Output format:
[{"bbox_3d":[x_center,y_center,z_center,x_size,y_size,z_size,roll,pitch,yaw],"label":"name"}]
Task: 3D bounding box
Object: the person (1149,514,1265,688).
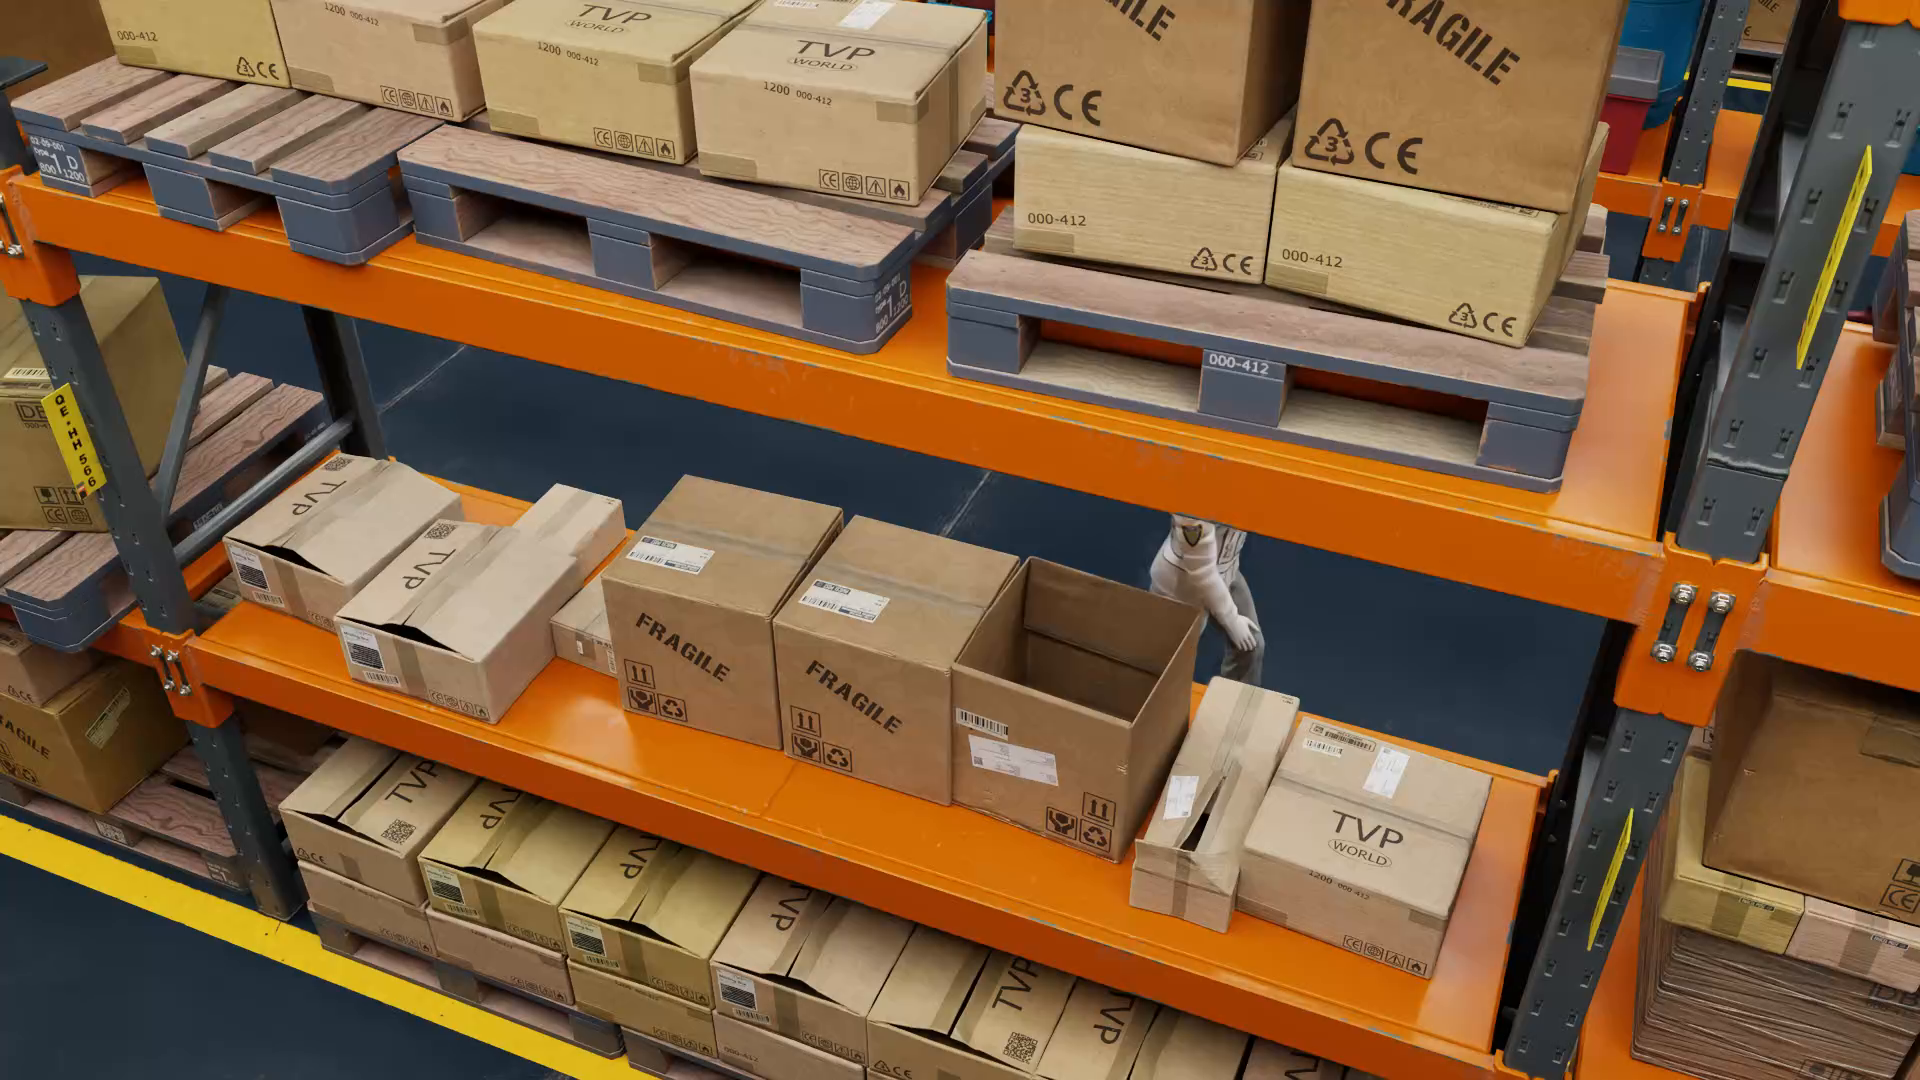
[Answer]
[{"bbox_3d":[0.892,0.180,5.911,0.724,1.722,0.500,14,40,18],"label":"person"}]
